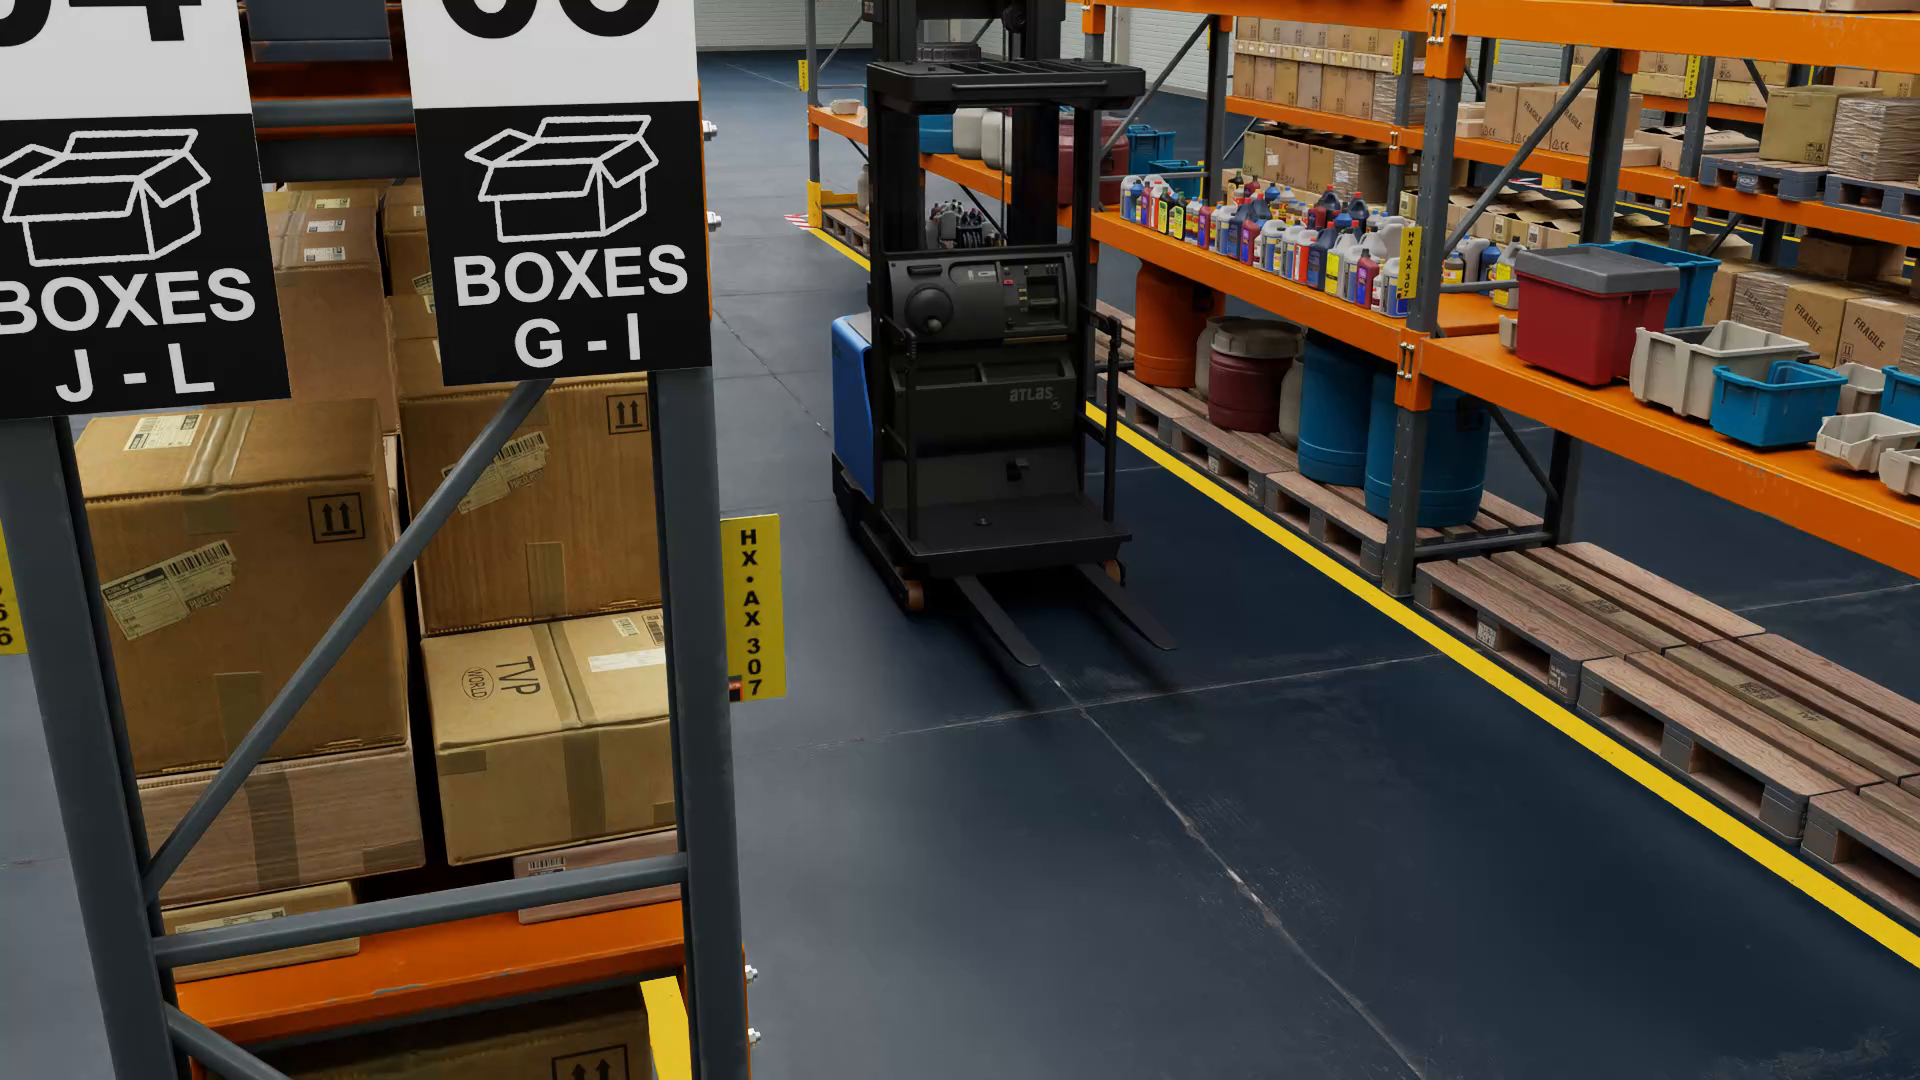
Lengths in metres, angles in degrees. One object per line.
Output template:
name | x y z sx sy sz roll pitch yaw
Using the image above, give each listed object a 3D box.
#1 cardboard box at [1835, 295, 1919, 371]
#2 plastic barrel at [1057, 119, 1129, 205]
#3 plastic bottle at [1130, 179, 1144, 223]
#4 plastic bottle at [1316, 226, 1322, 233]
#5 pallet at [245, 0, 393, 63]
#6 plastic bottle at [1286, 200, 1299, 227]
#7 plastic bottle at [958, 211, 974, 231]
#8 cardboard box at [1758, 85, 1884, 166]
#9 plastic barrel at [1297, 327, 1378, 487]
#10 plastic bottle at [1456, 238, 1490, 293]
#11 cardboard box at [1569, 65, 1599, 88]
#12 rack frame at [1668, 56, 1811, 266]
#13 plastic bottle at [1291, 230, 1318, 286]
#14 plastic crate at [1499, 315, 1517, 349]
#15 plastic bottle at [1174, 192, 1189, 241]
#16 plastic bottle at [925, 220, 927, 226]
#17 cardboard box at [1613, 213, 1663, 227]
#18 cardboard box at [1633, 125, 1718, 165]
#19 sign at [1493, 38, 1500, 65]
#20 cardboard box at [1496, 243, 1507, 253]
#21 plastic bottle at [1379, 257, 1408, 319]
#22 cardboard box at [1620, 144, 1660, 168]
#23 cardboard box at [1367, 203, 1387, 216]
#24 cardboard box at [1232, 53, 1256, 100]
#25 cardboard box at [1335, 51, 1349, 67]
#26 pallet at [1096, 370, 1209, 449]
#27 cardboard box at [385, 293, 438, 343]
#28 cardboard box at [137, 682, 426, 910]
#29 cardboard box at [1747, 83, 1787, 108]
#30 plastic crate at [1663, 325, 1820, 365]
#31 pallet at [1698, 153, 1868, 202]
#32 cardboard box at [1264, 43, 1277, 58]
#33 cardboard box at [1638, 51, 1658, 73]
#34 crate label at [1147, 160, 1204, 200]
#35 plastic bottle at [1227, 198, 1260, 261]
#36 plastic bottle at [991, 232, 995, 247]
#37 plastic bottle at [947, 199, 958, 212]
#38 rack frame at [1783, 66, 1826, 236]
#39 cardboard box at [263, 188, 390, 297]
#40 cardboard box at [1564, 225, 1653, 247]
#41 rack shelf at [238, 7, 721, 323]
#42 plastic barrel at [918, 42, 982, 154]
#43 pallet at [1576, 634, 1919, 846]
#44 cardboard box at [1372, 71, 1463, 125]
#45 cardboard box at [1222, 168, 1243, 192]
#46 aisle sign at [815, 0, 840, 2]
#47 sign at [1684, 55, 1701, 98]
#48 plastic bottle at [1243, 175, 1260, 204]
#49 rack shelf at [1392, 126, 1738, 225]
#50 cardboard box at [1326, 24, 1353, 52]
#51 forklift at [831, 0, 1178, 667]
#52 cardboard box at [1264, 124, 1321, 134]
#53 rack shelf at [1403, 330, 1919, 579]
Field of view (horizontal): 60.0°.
cardboard box | 6.382 -1.359 11.311 0.500 0.500 0.500 -7 21 -19
plastic barrel | 0.882 -2.657 11.674 0.600 0.536 0.708 -6 21 -17
plastic bottle | 1.155 -2.202 10.800 0.097 0.271 0.097 0 20 0
plastic bottle | 1.938 -1.565 9.028 0.097 0.271 0.097 0 20 0
pallet | -1.116 -0.989 2.927 1.003 0.211 1.213 -6 21 -17
plastic bottle | 2.092 -2.029 10.421 0.097 0.201 0.097 0 20 0
plastic bottle | 0.061 -3.008 16.121 0.144 0.351 0.185 -6 21 -17
cardboard box | 6.323 -3.056 12.217 0.700 0.500 0.500 -15 24 -35
plastic barrel | 2.195 -0.806 9.206 0.600 0.901 0.708 -6 21 -17
plastic bottle | 2.673 -1.440 8.673 0.152 0.276 0.135 -6 21 -17
cardboard box | 8.057 -5.844 20.942 0.500 0.250 0.500 -7 21 -19
rack frame | 6.019 -3.001 12.834 1.000 3.000 0.127 -6 21 -17
plastic bottle | 1.868 -1.505 8.853 0.152 0.276 0.135 -6 21 -17
plastic crate | 2.583 -0.932 7.375 0.396 0.136 0.243 -6 21 -17
plastic bottle | 1.361 -1.977 10.157 0.061 0.283 0.133 -6 21 -17
plastic bottle | -0.346 -2.946 16.060 0.152 0.276 0.135 -6 21 -17
cardboard box | 5.801 -2.699 14.611 0.500 0.311 0.500 -7 21 -19
cardboard box | 5.921 -3.267 13.706 0.500 0.311 0.500 -7 21 -18
sign | 5.273 -4.853 16.395 0.100 0.325 0.005 -6 21 -17
cardboard box | 5.137 -2.539 14.994 0.500 0.250 0.500 -6 21 -16
plastic bottle | 2.142 -1.226 8.076 0.152 0.276 0.135 -6 21 -17
cardboard box | 5.474 -3.142 13.599 0.380 0.149 0.250 -6 21 -17
cardboard box | 4.408 -3.314 17.151 0.500 0.250 0.500 -6 21 -17
cardboard box | 3.639 -5.464 19.544 0.700 0.500 0.500 -6 21 -17
cardboard box | 4.154 -5.028 17.371 0.380 0.149 0.250 -6 21 -17
pallet | 1.602 -0.915 11.152 1.003 0.211 1.213 -6 21 -17
cardboard box | -1.093 -0.314 4.025 0.500 0.500 0.500 -7 21 -19
cardboard box | -1.277 0.421 3.089 0.500 0.250 0.500 -7 21 -18
cardboard box | 9.026 -4.871 18.232 0.500 0.250 0.500 -6 21 -17
plastic crate | 3.179 -0.760 6.914 0.437 0.125 0.590 -6 21 -17
pallet | 6.298 -2.701 12.282 1.213 0.211 1.003 -6 21 -17
cardboard box | 3.663 -5.526 18.756 0.380 0.149 0.250 -7 21 -18
cardboard box | 8.373 -5.876 19.922 0.500 0.500 0.500 -7 21 -19
crate label | 1.538 -2.572 11.888 0.303 0.233 0.416 -6 21 -17
plastic bottle | 1.627 -1.783 9.516 0.144 0.351 0.185 -6 21 -17
plastic bottle | 0.342 -2.831 15.850 0.097 0.201 0.097 0 20 0
plastic bottle | -0.053 -3.280 16.878 0.144 0.351 0.185 -6 20 -15
rack frame | 9.463 -4.812 17.877 1.000 3.000 0.127 -6 21 -17
cardboard box | -2.222 -0.908 5.678 0.500 0.500 0.500 -6 21 -17
cardboard box | 5.451 -2.477 13.991 0.500 0.311 0.500 -7 21 -18
rack shelf | -1.501 -1.097 4.161 1.077 0.370 4.000 -6 21 -17
plastic barrel | -0.108 -3.839 14.427 0.600 0.901 0.708 -6 21 -17
pallet | 3.227 0.744 6.533 1.003 0.211 1.213 -6 21 -17
cardboard box | 4.616 -4.473 16.786 0.700 0.500 0.500 -7 21 -19
cardboard box | 3.461 -4.276 19.831 0.500 0.250 0.500 -6 21 -17
aisle sign | -1.500 -6.259 18.058 0.394 0.787 0.004 -6 21 -17
sign | 5.493 -3.486 12.471 0.100 0.325 0.005 -6 21 -17
plastic bottle | 1.920 -2.262 10.951 0.061 0.283 0.133 -6 21 -17
rack shelf | 5.390 -3.304 14.743 1.077 0.370 4.000 -6 21 -17
cardboard box | 4.299 -5.407 17.465 0.700 0.500 0.500 -6 21 -17
forklift | 0.175 -1.175 7.852 1.130 2.935 3.031 -6 21 -15
cardboard box | 3.955 -4.684 19.858 0.500 0.500 0.500 -6 21 -17
rack shelf | 3.201 -0.212 6.133 1.077 0.370 4.000 -6 21 -17
